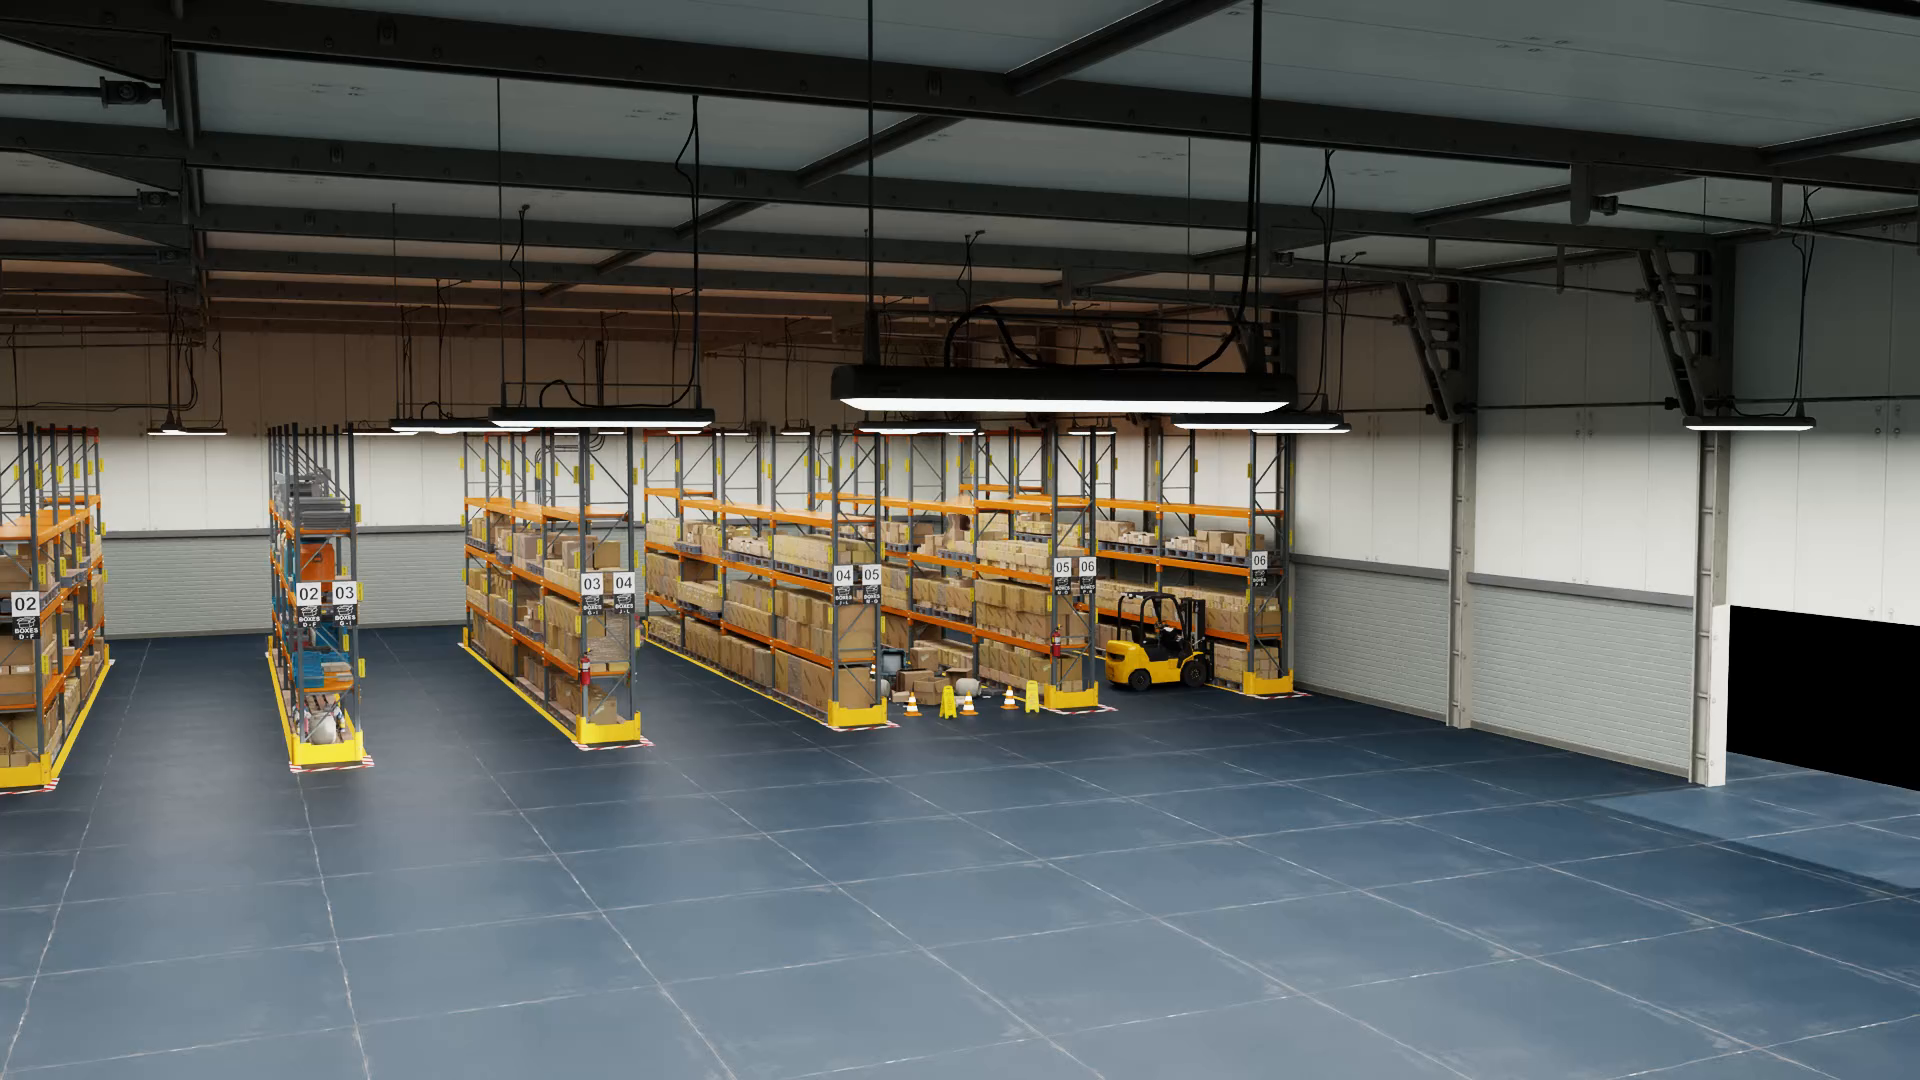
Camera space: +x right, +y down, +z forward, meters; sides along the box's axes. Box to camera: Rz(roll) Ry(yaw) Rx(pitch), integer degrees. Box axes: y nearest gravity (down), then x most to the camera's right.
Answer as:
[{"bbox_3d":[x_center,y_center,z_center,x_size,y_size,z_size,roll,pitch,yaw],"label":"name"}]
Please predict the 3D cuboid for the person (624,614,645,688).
[{"bbox_3d":[-7.588,2.544,38.323,0.664,1.713,0.763,-3,4,-39],"label":"person"}]

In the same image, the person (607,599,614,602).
[{"bbox_3d":[-10.031,1.995,47.061,0.576,1.719,0.787,0,4,-6],"label":"person"}]
